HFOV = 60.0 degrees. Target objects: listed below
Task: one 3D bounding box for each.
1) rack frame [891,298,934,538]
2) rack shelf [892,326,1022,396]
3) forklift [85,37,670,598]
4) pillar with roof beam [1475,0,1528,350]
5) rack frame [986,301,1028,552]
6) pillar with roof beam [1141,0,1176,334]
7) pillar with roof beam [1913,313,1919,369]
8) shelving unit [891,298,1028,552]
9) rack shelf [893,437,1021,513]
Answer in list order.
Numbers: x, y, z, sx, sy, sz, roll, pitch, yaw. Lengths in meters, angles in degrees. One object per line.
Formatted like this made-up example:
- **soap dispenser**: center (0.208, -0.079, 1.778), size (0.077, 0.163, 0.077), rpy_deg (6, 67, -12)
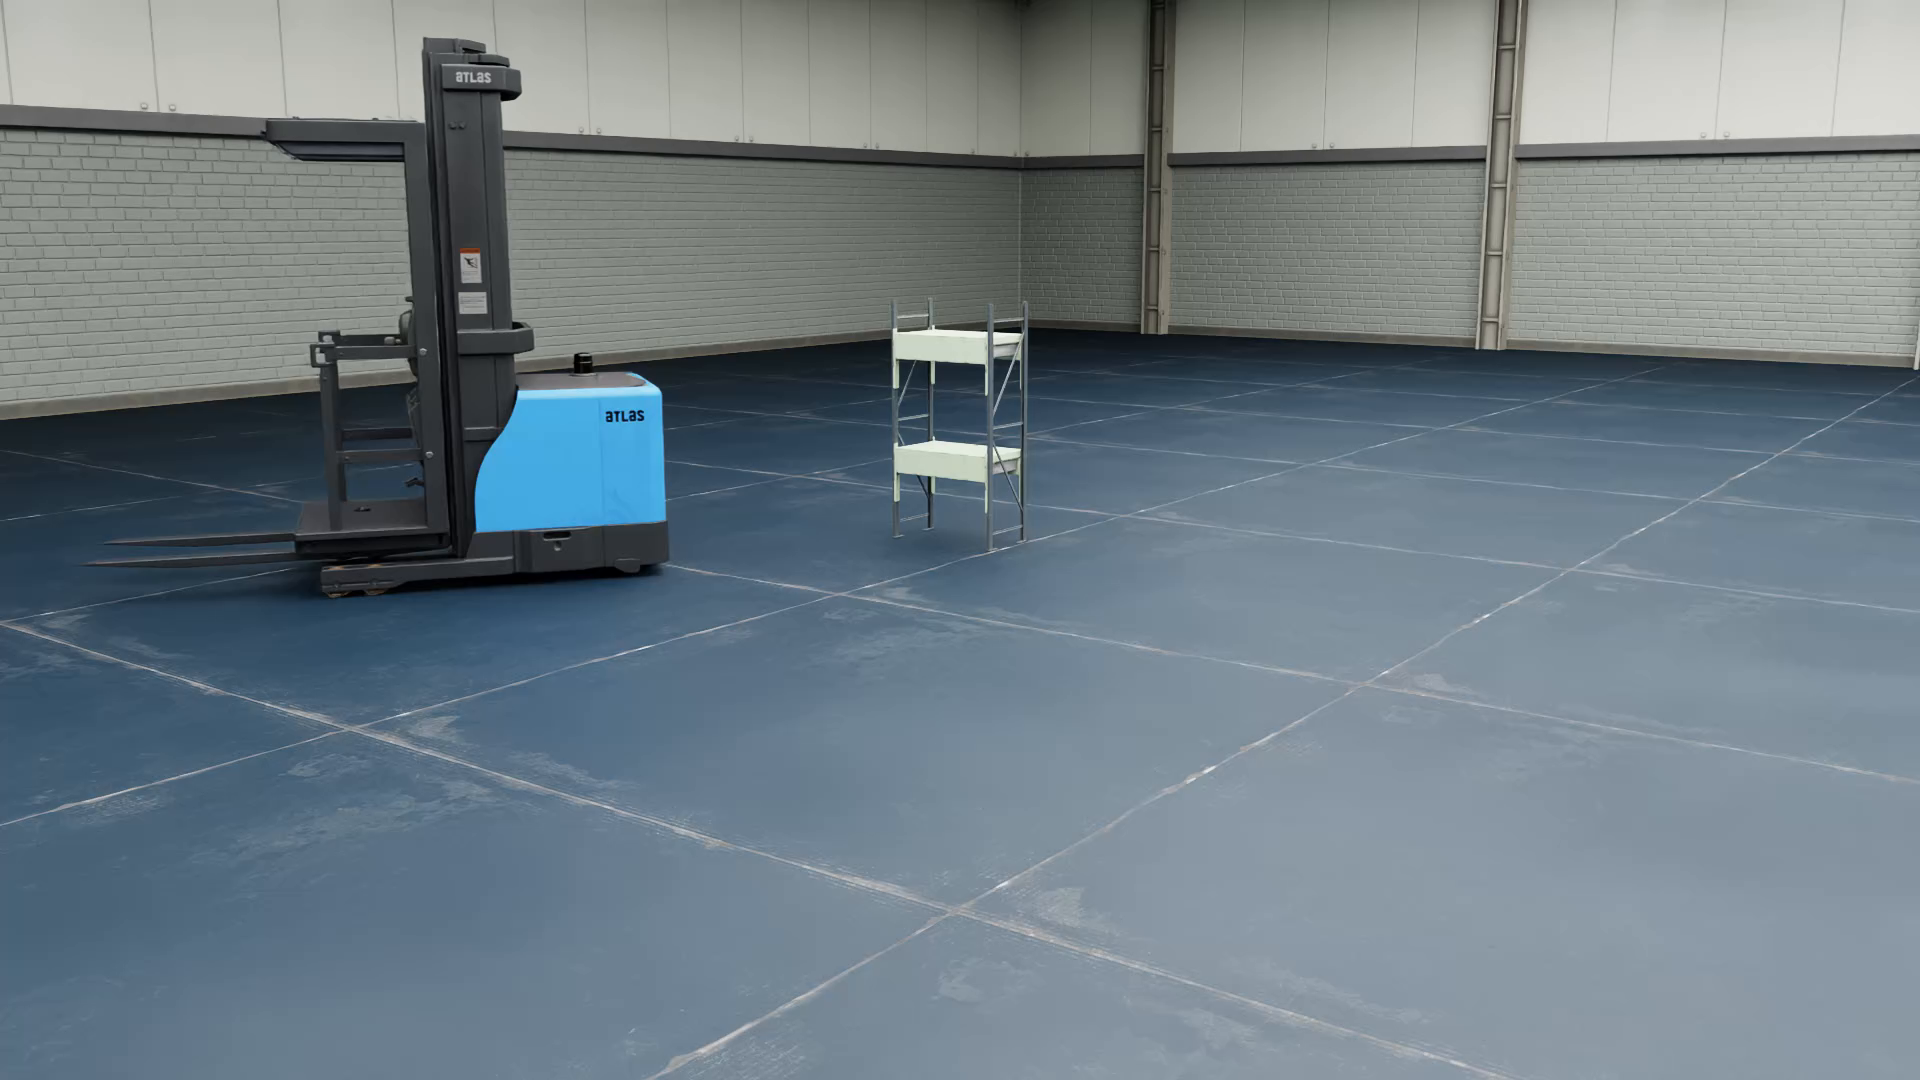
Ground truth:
- **rack frame**: center (-0.300, -0.778, 10.604), size (0.023, 1.500, 0.400), rpy_deg (8, 13, 36)
- **rack shelf**: center (-0.005, -1.120, 10.317), size (0.720, 0.370, 0.431), rpy_deg (8, 13, 36)
- **forklift**: center (-3.243, -1.242, 9.232), size (3.031, 2.935, 1.130), rpy_deg (-4, 12, -18)
- **pillar with roof beam**: center (5.730, -6.738, 21.666), size (0.400, 9.000, 9.100), rpy_deg (8, 13, 36)
- **rack frame**: center (0.290, -0.696, 10.178), size (0.023, 1.500, 0.400), rpy_deg (8, 13, 36)
- **pillar with roof beam**: center (0.894, -7.412, 25.153), size (0.400, 9.000, 9.100), rpy_deg (8, 13, 36)
- **pillar with roof beam**: center (10.566, -6.063, 18.179), size (0.400, 9.000, 9.100), rpy_deg (8, 13, 36)
- **shelving unit**: center (-0.005, -0.737, 10.391), size (0.755, 1.500, 0.431), rpy_deg (8, 13, 36)
- **rack shelf**: center (-0.005, -0.417, 10.453), size (0.720, 0.370, 0.431), rpy_deg (8, 13, 36)
